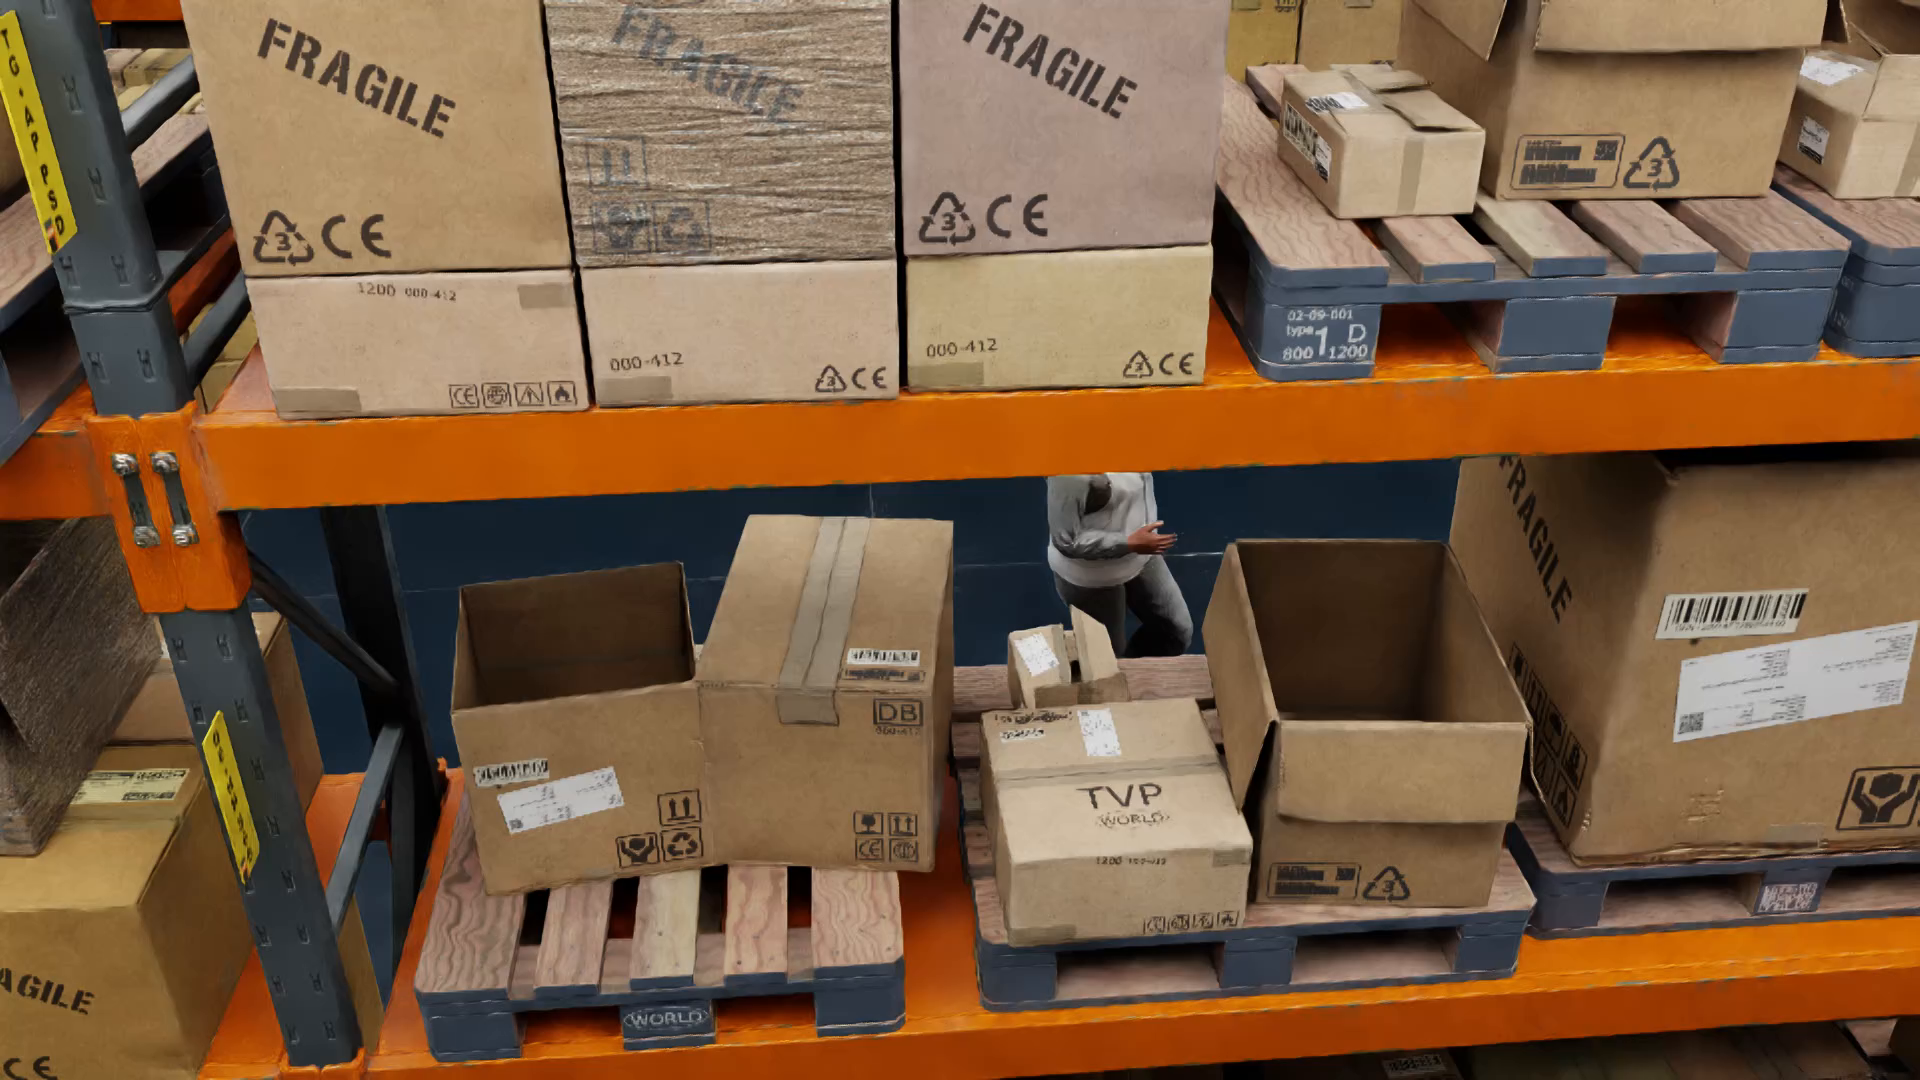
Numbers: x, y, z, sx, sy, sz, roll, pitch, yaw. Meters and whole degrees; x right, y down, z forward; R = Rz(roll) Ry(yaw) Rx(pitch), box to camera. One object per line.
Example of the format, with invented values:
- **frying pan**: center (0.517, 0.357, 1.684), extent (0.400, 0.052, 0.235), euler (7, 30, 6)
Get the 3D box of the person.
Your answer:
- **person**: center (0.529, 0.074, 6.022), extent (0.585, 1.740, 0.658), euler (16, 34, 25)
